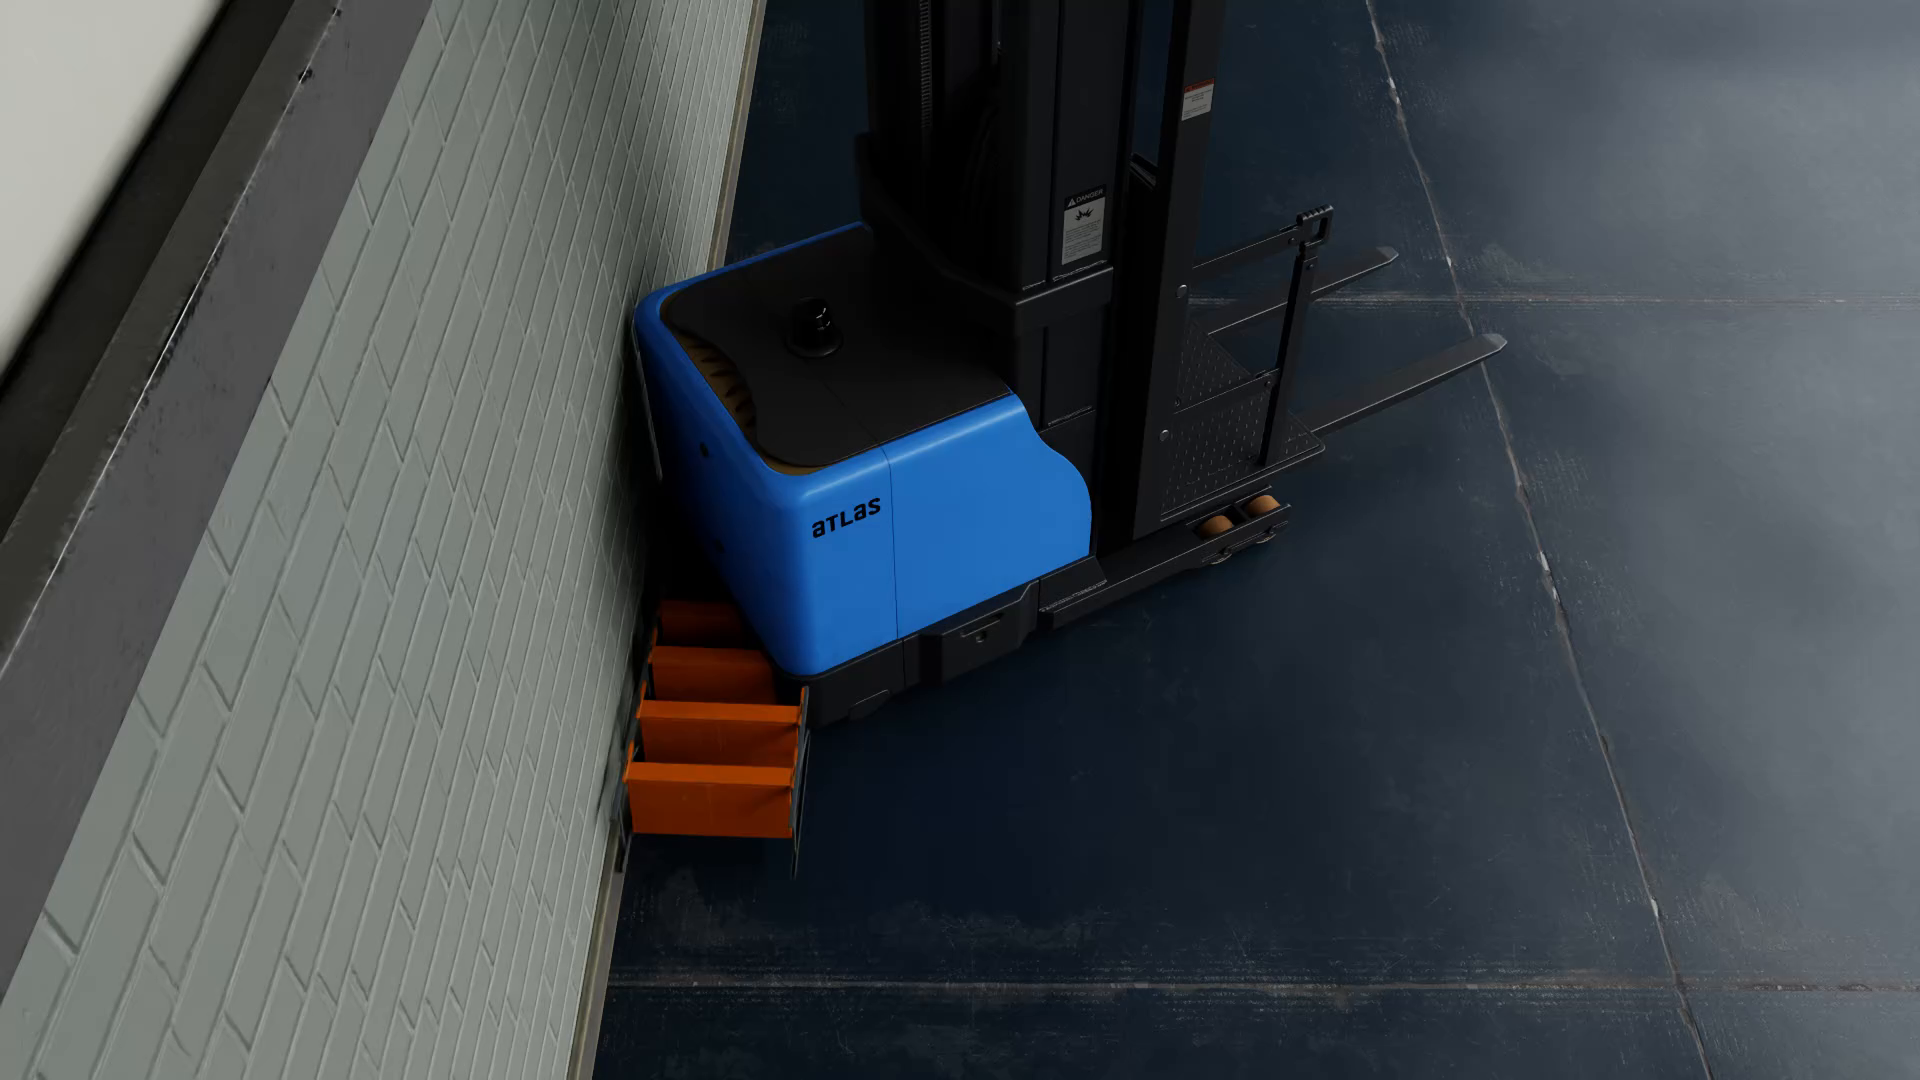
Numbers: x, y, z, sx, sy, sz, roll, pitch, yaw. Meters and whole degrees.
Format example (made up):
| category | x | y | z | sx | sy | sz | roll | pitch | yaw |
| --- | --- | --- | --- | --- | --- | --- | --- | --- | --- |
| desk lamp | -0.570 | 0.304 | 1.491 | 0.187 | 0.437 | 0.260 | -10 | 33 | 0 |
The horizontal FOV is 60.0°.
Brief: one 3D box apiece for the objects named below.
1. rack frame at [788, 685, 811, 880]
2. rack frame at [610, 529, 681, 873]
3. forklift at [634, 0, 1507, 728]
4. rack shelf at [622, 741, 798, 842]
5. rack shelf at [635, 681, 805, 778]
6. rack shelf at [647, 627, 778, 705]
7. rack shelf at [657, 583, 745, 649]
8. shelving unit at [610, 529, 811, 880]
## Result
| category | x | y | z | sx | sy | sz | roll | pitch | yaw |
| --- | --- | --- | --- | --- | --- | --- | --- | --- | --- |
| rack frame | -0.461 | 0.474 | 5.084 | 0.015 | 0.240 | 1.200 | 2 | 42 | -1 |
| rack frame | -0.949 | 0.453 | 5.074 | 0.015 | 0.240 | 1.200 | 2 | 42 | -1 |
| forklift | 0.544 | -1.230 | 4.892 | 3.031 | 2.935 | 1.130 | -23 | 51 | -20 |
| rack shelf | -0.710 | 0.726 | 4.787 | 0.480 | 0.258 | 0.148 | 2 | 42 | -1 |
| rack shelf | -0.707 | 0.568 | 4.963 | 0.480 | 0.258 | 0.148 | 2 | 42 | -1 |
| rack shelf | -0.704 | 0.418 | 5.129 | 0.480 | 0.258 | 0.148 | 2 | 42 | -1 |
| rack shelf | -0.702 | 0.286 | 5.277 | 0.480 | 0.258 | 0.148 | 2 | 42 | -1 |
| shelving unit | -0.705 | 0.463 | 5.079 | 0.503 | 0.258 | 1.200 | 2 | 42 | -1 |
